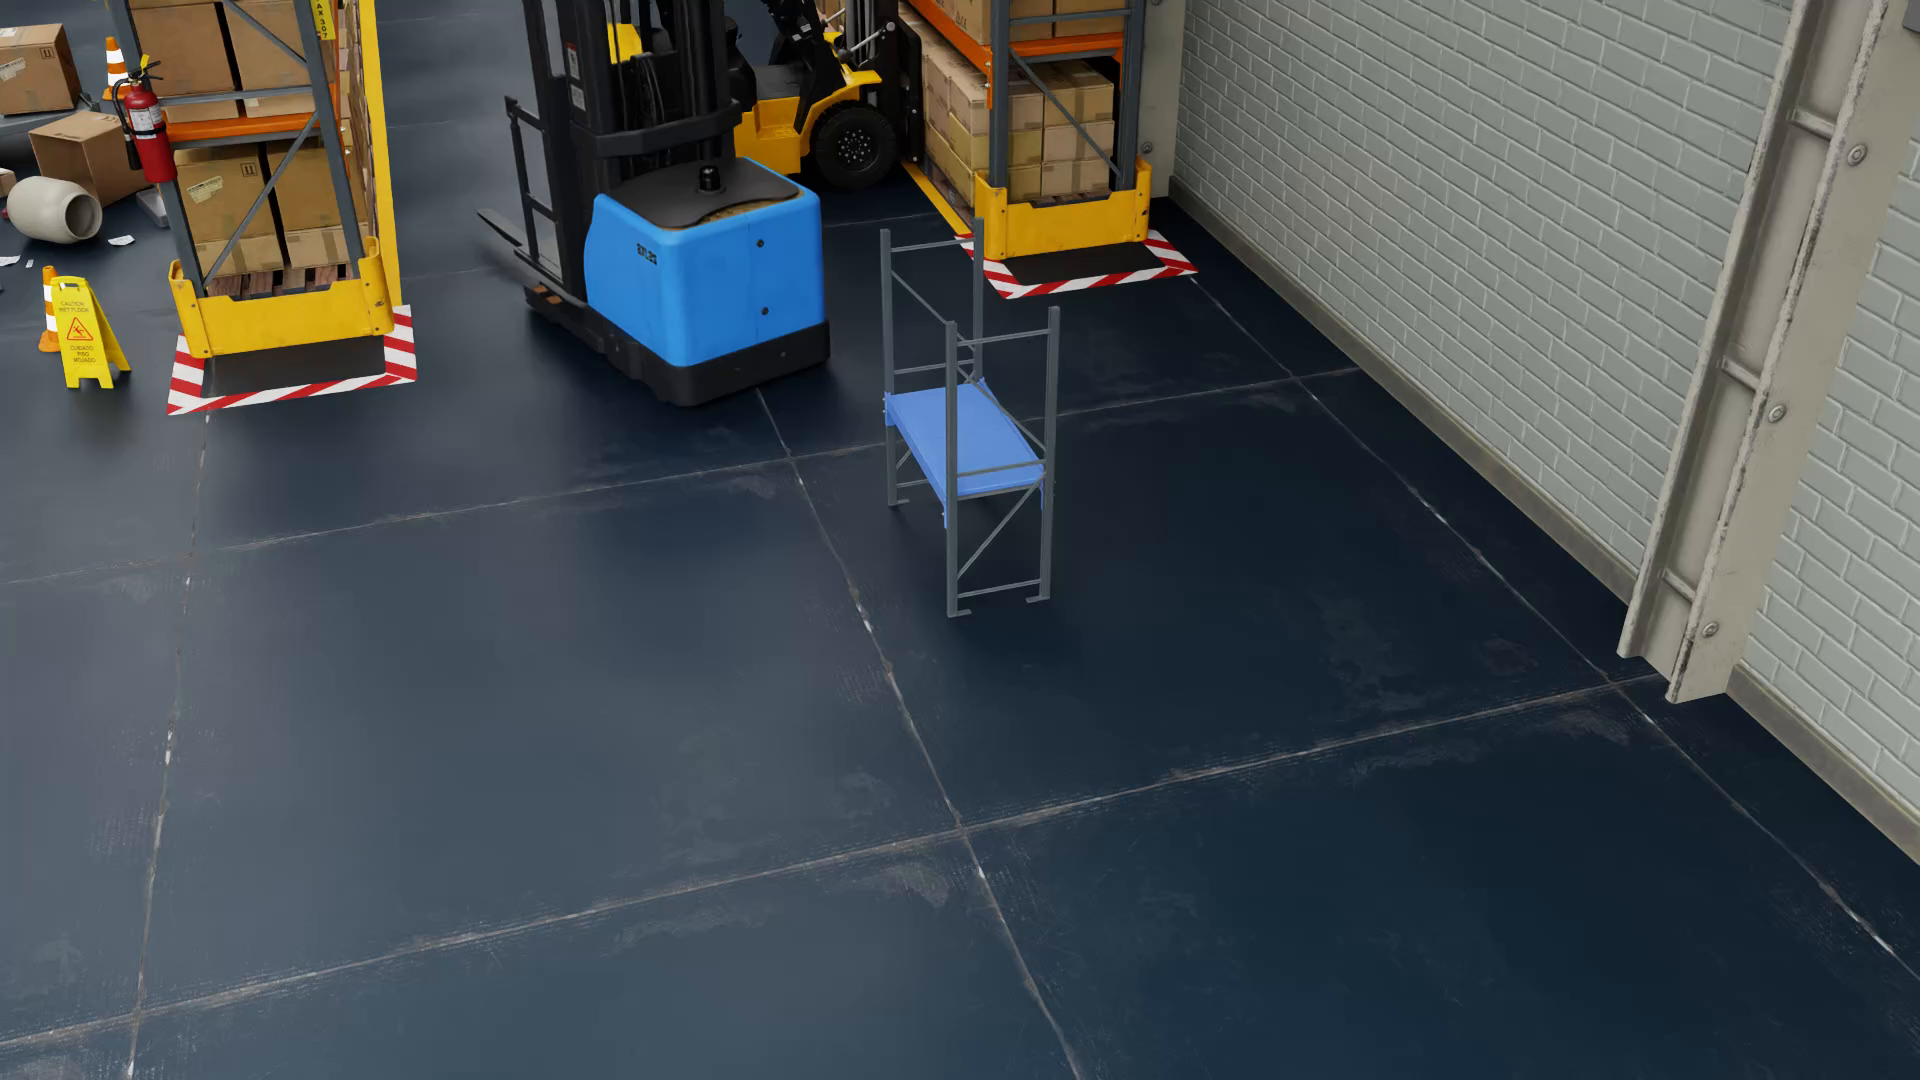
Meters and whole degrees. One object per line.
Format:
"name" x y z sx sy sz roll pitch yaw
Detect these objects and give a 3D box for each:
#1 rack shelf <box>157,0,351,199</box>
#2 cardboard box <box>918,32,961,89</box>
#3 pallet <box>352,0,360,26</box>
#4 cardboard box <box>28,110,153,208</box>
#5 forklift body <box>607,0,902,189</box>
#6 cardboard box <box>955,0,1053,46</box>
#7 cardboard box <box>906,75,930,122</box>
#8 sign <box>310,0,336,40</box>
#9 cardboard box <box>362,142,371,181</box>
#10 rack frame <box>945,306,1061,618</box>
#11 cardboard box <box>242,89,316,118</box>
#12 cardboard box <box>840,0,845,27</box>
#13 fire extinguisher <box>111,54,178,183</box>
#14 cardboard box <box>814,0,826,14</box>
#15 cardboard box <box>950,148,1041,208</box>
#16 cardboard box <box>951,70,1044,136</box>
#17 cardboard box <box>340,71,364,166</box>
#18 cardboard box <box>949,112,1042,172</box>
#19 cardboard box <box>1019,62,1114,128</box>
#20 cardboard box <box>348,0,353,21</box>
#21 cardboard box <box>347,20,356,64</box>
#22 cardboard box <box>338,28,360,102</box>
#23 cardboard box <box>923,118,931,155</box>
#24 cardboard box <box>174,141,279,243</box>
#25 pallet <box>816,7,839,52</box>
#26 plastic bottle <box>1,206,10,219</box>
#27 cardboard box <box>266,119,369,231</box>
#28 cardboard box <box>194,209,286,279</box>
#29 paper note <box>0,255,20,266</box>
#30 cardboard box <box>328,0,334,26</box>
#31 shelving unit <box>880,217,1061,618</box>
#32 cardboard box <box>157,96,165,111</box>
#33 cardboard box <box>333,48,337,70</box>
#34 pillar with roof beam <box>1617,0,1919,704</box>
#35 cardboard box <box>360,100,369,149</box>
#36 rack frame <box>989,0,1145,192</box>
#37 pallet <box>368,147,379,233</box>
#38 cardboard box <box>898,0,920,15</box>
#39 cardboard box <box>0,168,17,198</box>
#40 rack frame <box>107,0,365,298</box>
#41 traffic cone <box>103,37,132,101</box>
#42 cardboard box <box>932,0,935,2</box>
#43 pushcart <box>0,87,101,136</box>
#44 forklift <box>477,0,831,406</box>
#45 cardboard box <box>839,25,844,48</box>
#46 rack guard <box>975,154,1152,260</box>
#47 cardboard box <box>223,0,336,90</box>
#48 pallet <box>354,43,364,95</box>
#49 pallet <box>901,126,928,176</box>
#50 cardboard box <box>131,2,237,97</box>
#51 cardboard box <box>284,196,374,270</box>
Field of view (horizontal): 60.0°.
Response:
"rack shelf" -4.652 -3.219 11.053 1.077 0.370 4.000 -10 35 -15
"cardboard box" -0.078 -3.471 11.988 0.500 0.250 0.500 -10 35 -14
"pallet" -6.245 -5.095 15.770 1.003 0.211 1.213 -10 35 -15
"cardboard box" -6.231 -2.736 11.935 0.500 0.500 0.500 13 36 18
"forklift body" -1.631 -3.640 11.808 2.313 2.155 1.214 -10 35 -15
"cardboard box" 0.284 -3.562 10.829 0.500 0.500 0.500 -11 35 -16
"cardboard box" -0.082 -3.278 12.150 0.500 0.250 0.500 -11 35 -16
"sign" -3.525 -2.922 9.165 0.100 0.325 0.005 -10 35 -15
"cardboard box" -4.351 -2.521 11.457 0.500 0.250 0.500 -8 34 -12
"rack frame" 0.181 -0.314 7.365 0.500 1.500 0.032 -10 35 -15
"cardboard box" -3.948 -2.577 9.658 0.380 0.149 0.250 -10 35 -15
"cardboard box" -0.682 -4.337 13.752 0.500 0.250 0.500 -10 35 -15
"fire extinguisher" -4.445 -2.299 9.079 0.296 0.674 0.183 -10 35 -15
"cardboard box" -0.935 -5.271 15.279 0.875 0.625 0.625 -10 35 -15
"cardboard box" 0.240 -2.527 11.467 0.500 0.250 0.500 -10 35 -14
"cardboard box" 0.247 -2.940 11.185 0.500 0.250 0.500 -9 34 -13
"cardboard box" -4.341 -2.831 11.246 0.500 0.500 0.500 -9 35 -14
"cardboard box" 0.238 -2.745 11.344 0.500 0.250 0.500 -10 35 -15
"cardboard box" 0.718 -3.035 11.329 0.500 0.250 0.500 -11 35 -15
"cardboard box" -5.860 -4.665 14.591 0.950 0.372 0.625 -9 34 -13
"cardboard box" -5.424 -3.923 13.469 0.950 0.372 0.625 -10 35 -14
"cardboard box" -4.669 -3.378 12.074 0.500 0.500 0.500 -9 35 -14
"cardboard box" -0.046 -3.054 12.264 0.500 0.250 0.500 -10 35 -14
"cardboard box" -4.534 -2.187 10.271 0.500 0.500 0.500 -10 35 -14
"pallet" -0.798 -4.623 15.054 1.003 0.211 1.213 -10 35 -15
"plastic bottle" -6.654 -2.350 11.751 0.133 0.061 0.283 -4 34 -6
"cardboard box" -4.032 -2.292 10.431 0.500 0.500 0.500 -11 35 -16
"cardboard box" -4.552 -1.889 10.501 0.500 0.250 0.500 -10 35 -15
"paper note" -6.342 -1.858 11.045 0.148 0.019 0.142 1 33 2
"cardboard box" -4.240 -3.469 10.418 0.500 0.500 0.500 -11 35 -16
"shelving unit" 0.026 -0.581 7.769 0.538 1.500 1.048 -10 35 -15
"cardboard box" -4.542 -2.639 9.751 0.380 0.149 0.250 -10 35 -15
"cardboard box" -4.076 -3.002 10.299 0.380 0.149 0.250 -9 35 -14
"pillar with roof beam" -0.939 -2.452 3.798 9.100 9.000 0.400 -10 35 -15
"cardboard box" -4.653 -3.054 12.264 0.500 0.250 0.500 -11 35 -16
"rack frame" 0.684 -3.306 10.532 1.000 3.000 0.127 -10 35 -15
"pallet" -4.647 -2.417 11.717 1.003 0.211 1.213 -10 35 -15
"cardboard box" -0.378 -4.015 12.811 0.500 0.250 0.500 -9 34 -13
"cardboard box" -7.057 -2.640 12.004 0.396 0.266 0.258 19 38 26
"rack frame" -4.042 -2.469 9.266 1.000 3.000 0.127 -10 35 -15
"traffic cone" -6.973 -3.926 13.772 0.336 0.463 0.334 -10 35 -15
"cardboard box" -0.022 -4.105 11.650 0.500 0.500 0.500 -11 35 -16
"pushcart" -7.418 -3.066 12.547 1.648 0.377 0.936 -23 40 -31
"forklift" -2.063 -2.717 9.703 1.130 2.935 3.031 -23 40 -31
"cardboard box" -0.703 -4.124 13.884 0.500 0.250 0.500 -10 35 -14
"rack guard" 0.692 -2.250 11.202 1.175 0.500 0.348 -10 35 -15
"cardboard box" -3.922 -2.930 9.603 0.500 0.500 0.500 -11 35 -15
"pallet" -5.501 -3.814 13.831 1.003 0.211 1.213 -10 35 -15
"pallet" 0.043 -3.176 12.865 1.003 0.211 1.213 -10 35 -15
"cardboard box" -4.469 -2.874 9.517 0.500 0.500 0.500 -11 35 -16
"cardboard box" -4.024 -1.967 10.619 0.500 0.250 0.500 -10 35 -15
